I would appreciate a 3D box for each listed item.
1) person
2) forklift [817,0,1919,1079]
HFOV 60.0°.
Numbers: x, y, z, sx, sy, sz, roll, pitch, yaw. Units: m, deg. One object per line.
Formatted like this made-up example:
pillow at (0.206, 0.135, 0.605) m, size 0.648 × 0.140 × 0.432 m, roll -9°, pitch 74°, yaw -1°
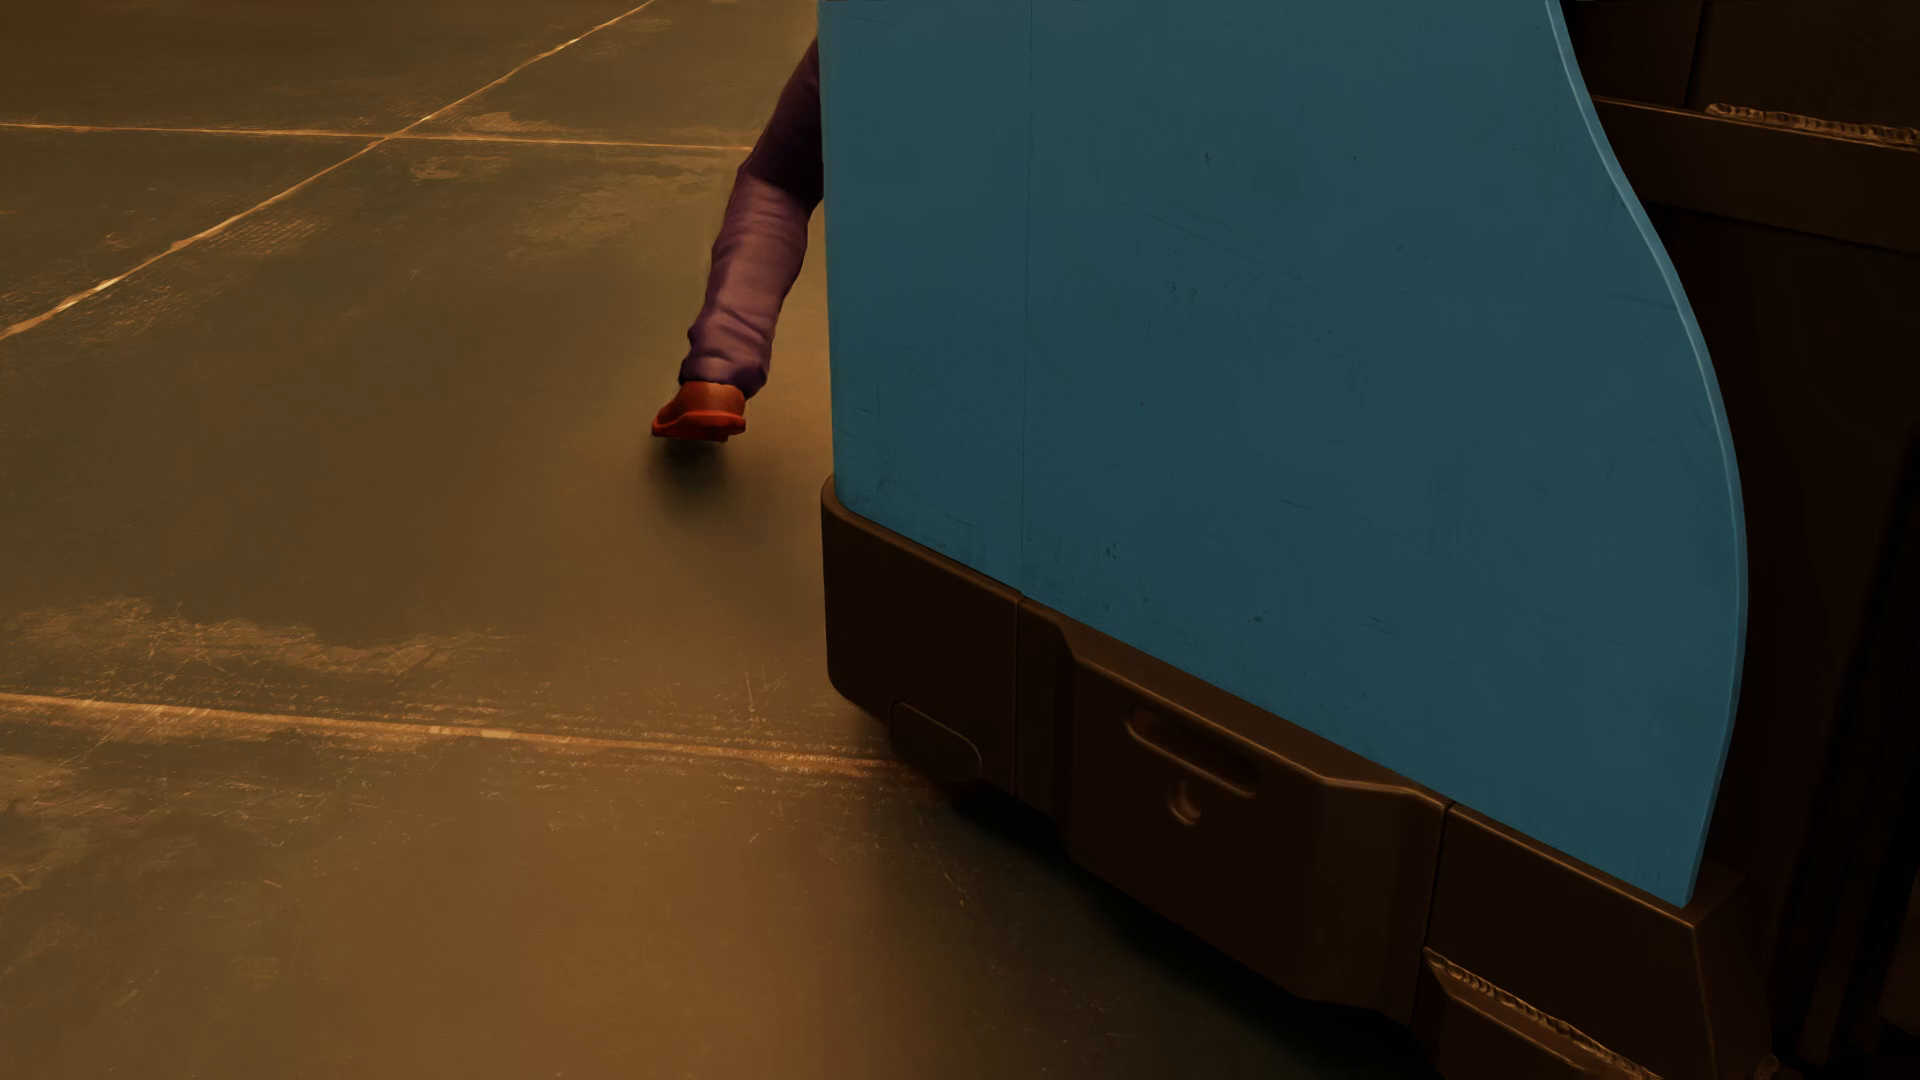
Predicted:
person at (-0.057, -0.946, 2.782) m, size 0.958 × 1.427 × 1.030 m, roll -2°, pitch 27°, yaw -4°
forklift at (1.224, -0.768, 0.756) m, size 1.130 × 2.935 × 3.031 m, roll -23°, pitch 35°, yaw -38°
